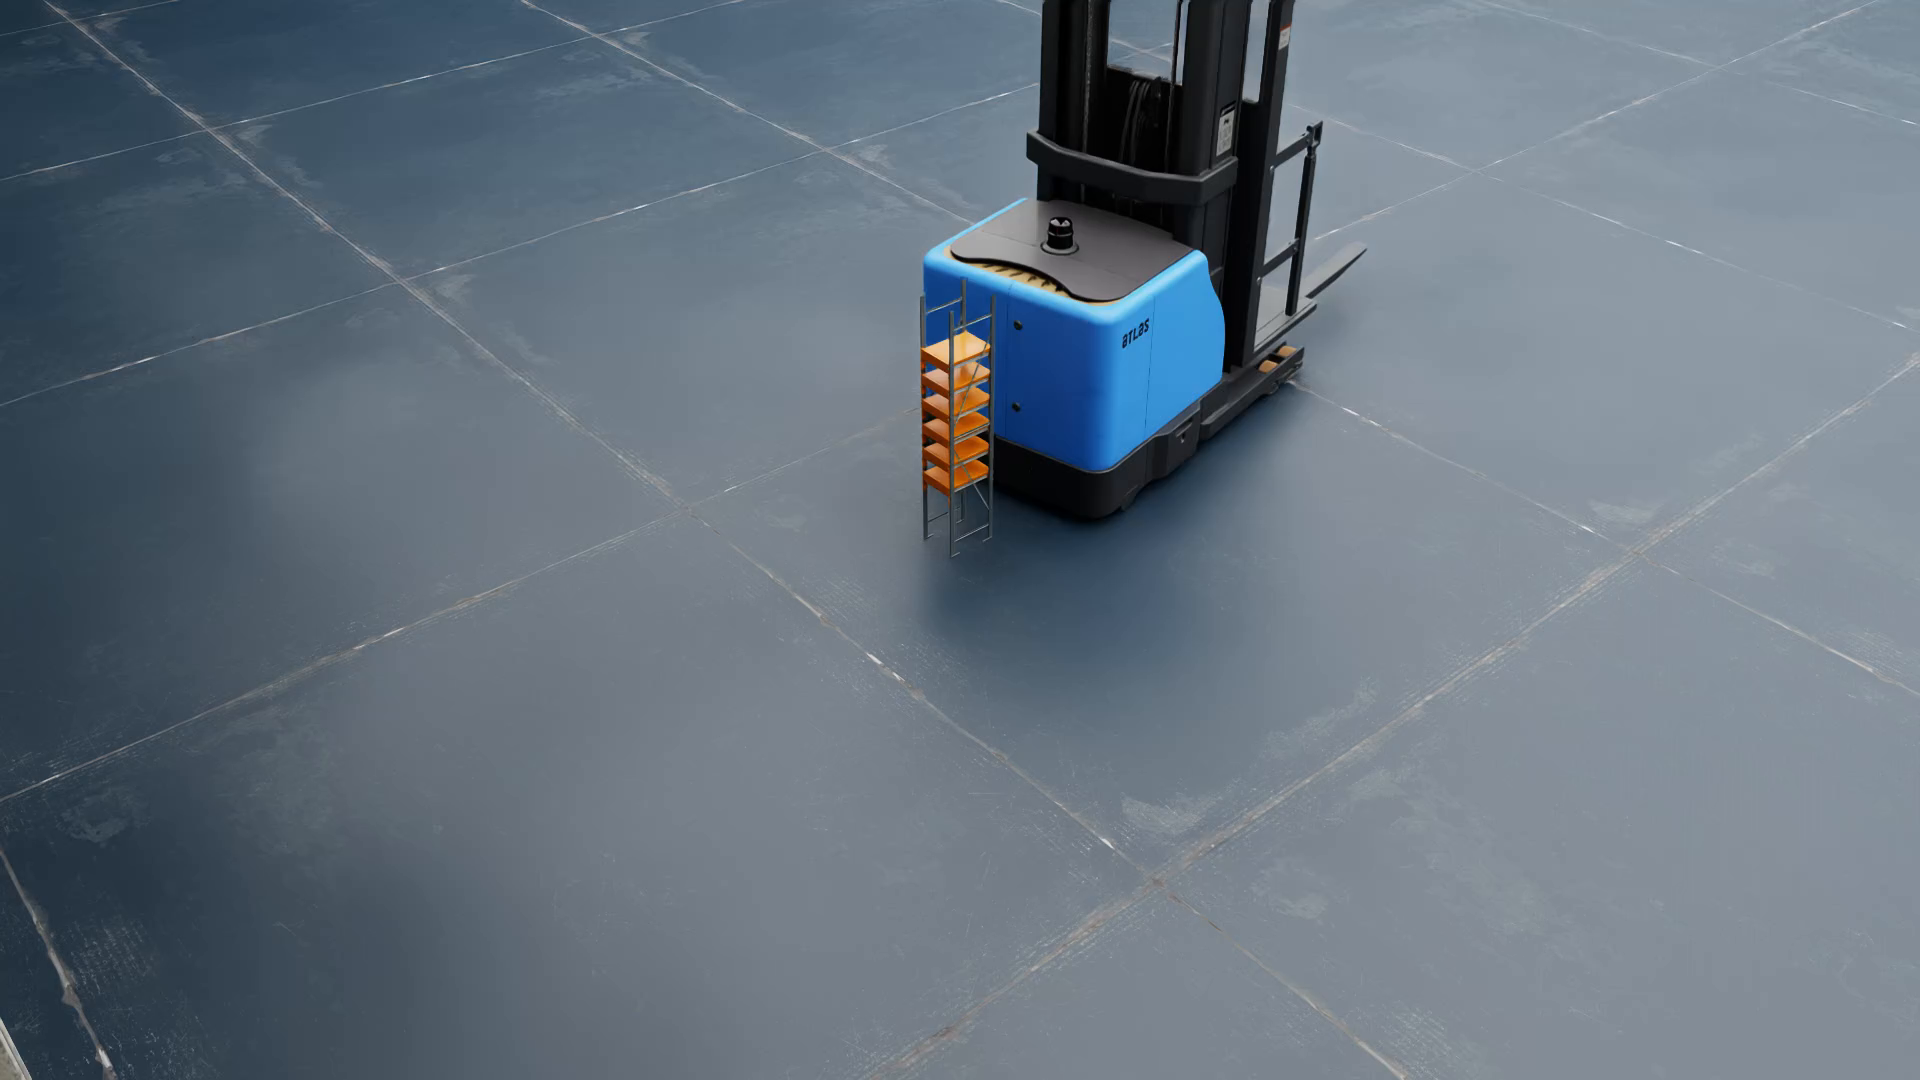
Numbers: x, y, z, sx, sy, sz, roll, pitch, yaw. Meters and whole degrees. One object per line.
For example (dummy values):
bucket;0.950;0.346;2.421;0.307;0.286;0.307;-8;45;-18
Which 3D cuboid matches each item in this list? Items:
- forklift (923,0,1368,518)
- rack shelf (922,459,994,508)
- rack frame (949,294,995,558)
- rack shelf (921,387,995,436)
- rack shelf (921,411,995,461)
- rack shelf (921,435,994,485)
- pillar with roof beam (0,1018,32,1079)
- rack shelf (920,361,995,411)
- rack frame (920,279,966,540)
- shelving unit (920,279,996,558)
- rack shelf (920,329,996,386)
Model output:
forklift;1.111;-2.091;7.799;1.130;2.935;3.031;24;42;30
rack shelf;-0.009;-0.264;7.209;0.258;0.103;0.180;-26;43;-32
rack frame;0.050;-0.456;6.987;0.240;1.200;0.006;-26;43;-32
rack shelf;-0.009;-0.558;7.001;0.258;0.103;0.180;-26;43;-32
rack shelf;-0.009;-0.460;7.070;0.258;0.103;0.180;-26;43;-32
rack shelf;-0.009;-0.362;7.140;0.258;0.103;0.180;-26;43;-32
pillar with roof beam;1.439;-2.861;3.636;9.100;9.000;0.400;-26;43;-32
rack shelf;-0.009;-0.656;6.931;0.258;0.103;0.180;-26;43;-32
rack frame;-0.068;-0.536;7.102;0.240;1.200;0.006;-26;43;-32
shelving unit;-0.009;-0.496;7.045;0.258;1.200;0.189;-26;43;-32
rack shelf;-0.009;-0.754;6.862;0.258;0.103;0.180;-26;43;-32
